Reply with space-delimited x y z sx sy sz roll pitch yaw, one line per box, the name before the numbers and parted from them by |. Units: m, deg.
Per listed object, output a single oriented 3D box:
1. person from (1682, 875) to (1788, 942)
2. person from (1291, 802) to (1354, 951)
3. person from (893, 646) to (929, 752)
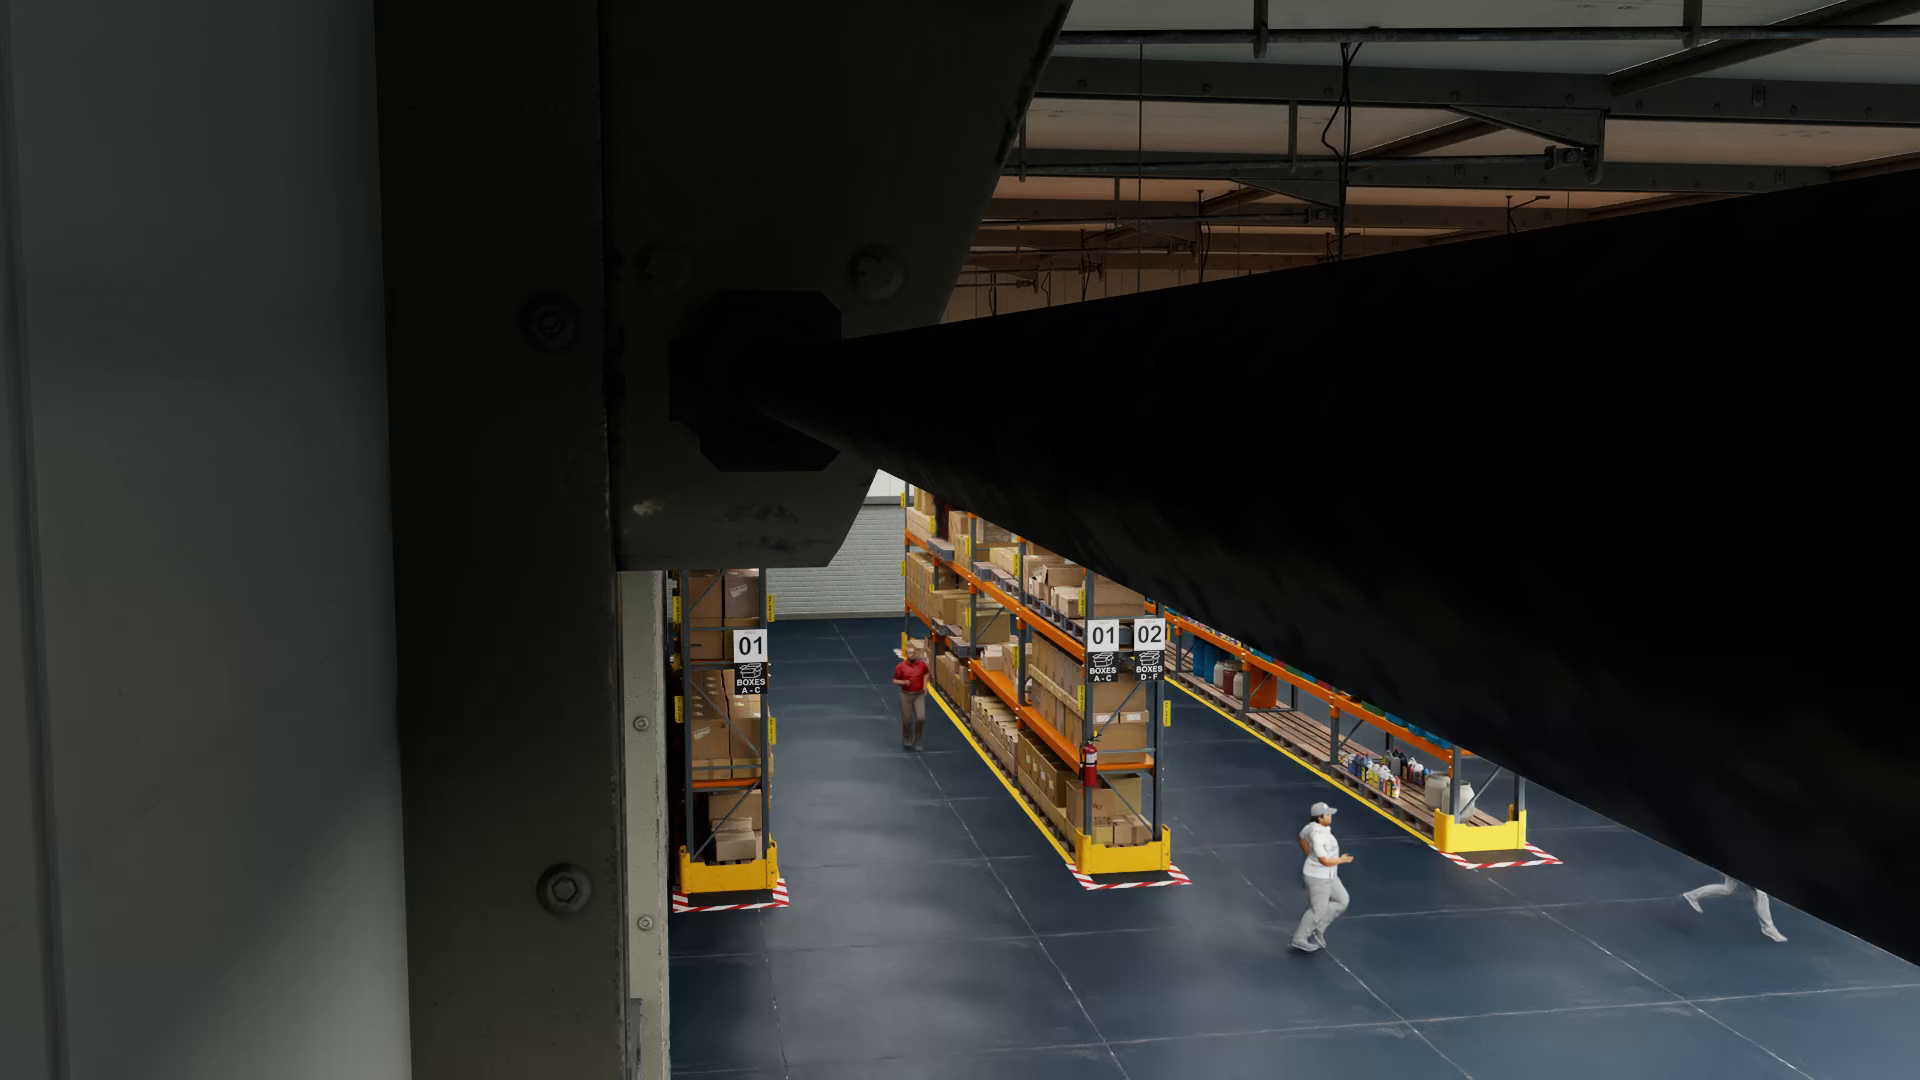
person | 8.655 3.541 18.563 0.951 1.611 0.584 2 6 19
person | 3.922 3.644 17.991 0.643 1.648 0.579 1 6 14
person | -0.779 2.645 27.465 0.641 1.764 0.683 -1 6 -10
